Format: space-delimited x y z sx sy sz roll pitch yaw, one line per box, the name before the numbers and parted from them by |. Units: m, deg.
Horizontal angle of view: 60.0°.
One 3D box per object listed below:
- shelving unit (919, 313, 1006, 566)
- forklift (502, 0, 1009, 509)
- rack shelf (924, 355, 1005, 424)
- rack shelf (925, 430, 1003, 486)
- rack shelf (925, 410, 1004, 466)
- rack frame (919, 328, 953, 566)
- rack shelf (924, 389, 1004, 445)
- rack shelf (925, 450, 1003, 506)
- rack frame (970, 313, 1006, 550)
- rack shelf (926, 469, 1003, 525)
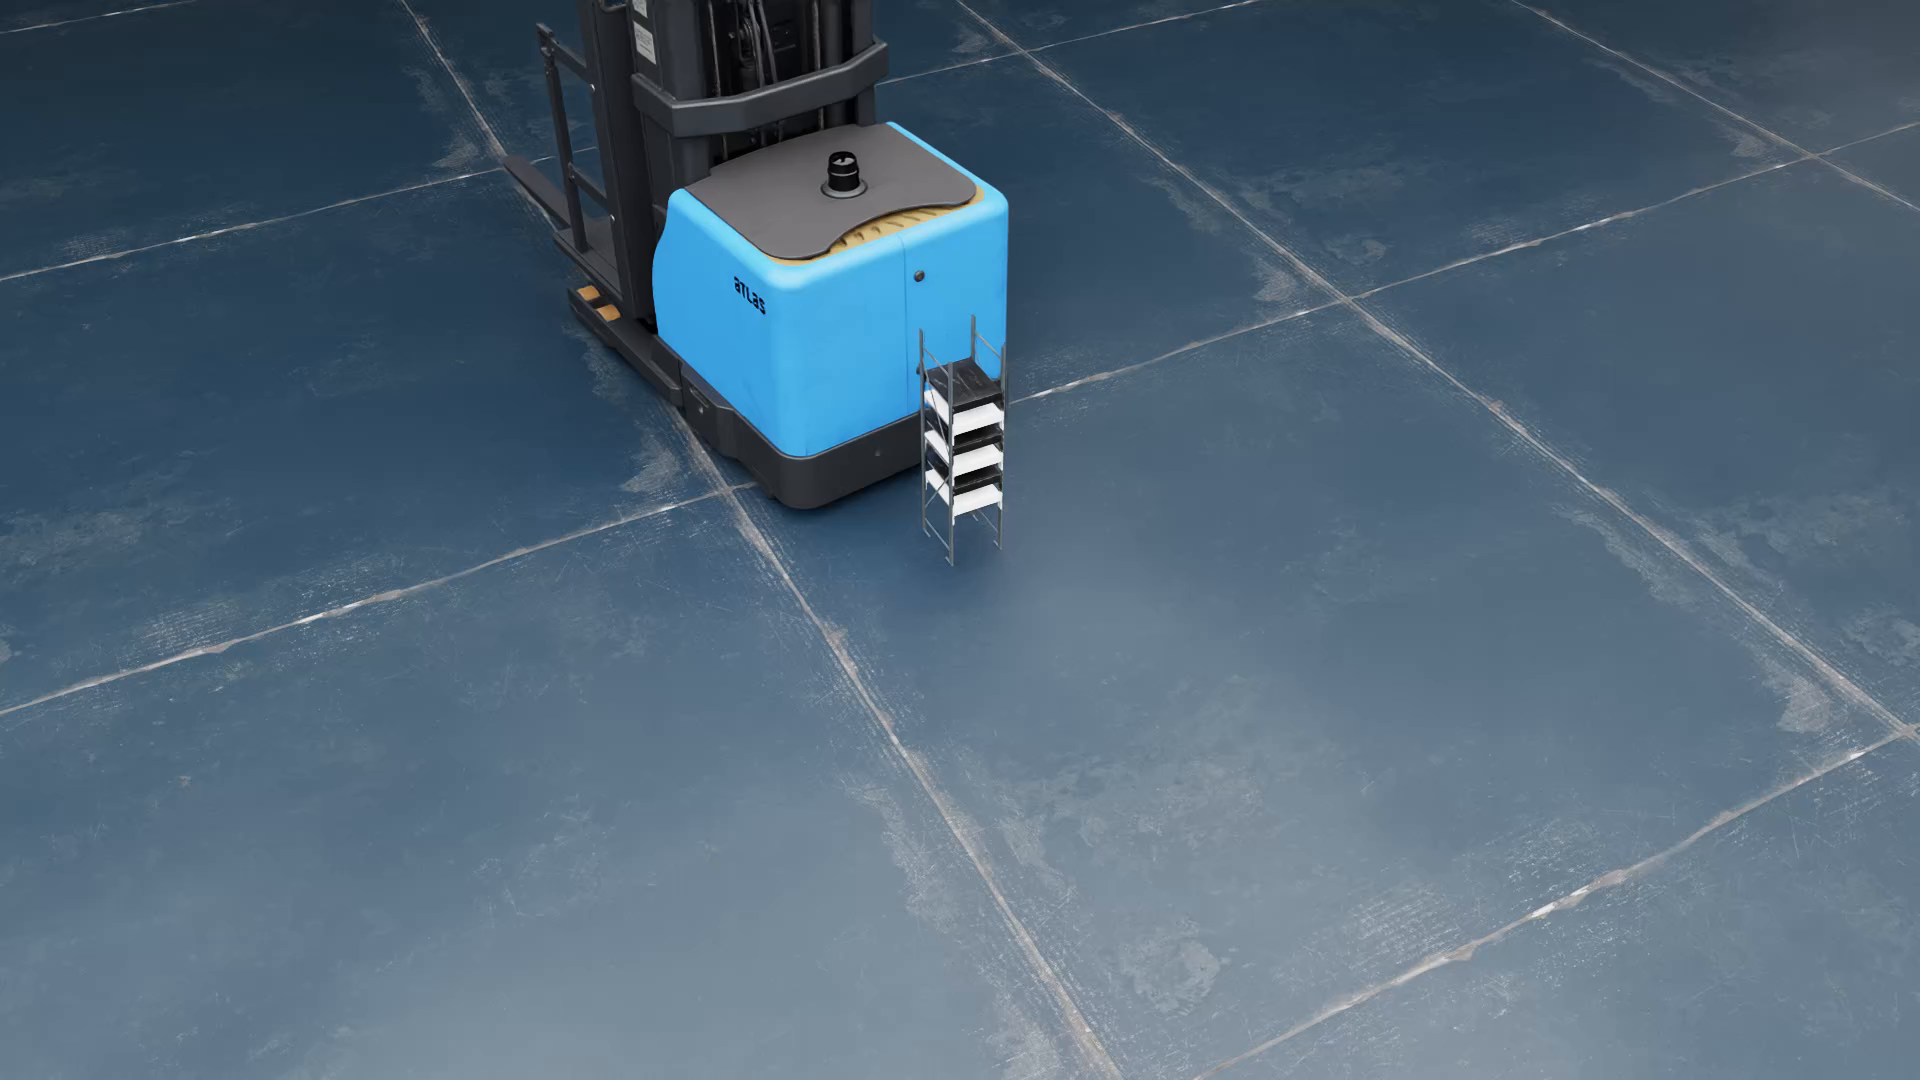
shelving unit | 0.007 -0.346 5.962 0.210 0.900 0.258 -19 44 -21
forklift | -1.074 -2.142 6.512 1.130 2.935 3.031 -25 46 -27
rack shelf | 0.007 -0.527 5.809 0.200 0.077 0.258 -19 44 -21
rack shelf | 0.007 -0.320 5.984 0.200 0.077 0.258 -19 44 -21
rack shelf | 0.007 -0.389 5.926 0.200 0.077 0.258 -19 44 -21
rack frame | -0.083 -0.316 5.926 0.006 0.900 0.240 -19 44 -21
rack shelf | 0.007 -0.458 5.867 0.200 0.077 0.258 -19 44 -21
rack shelf | 0.007 -0.252 6.042 0.200 0.077 0.258 -19 44 -21
rack frame | 0.097 -0.376 5.998 0.006 0.900 0.240 -19 44 -21
rack shelf | 0.007 -0.183 6.100 0.200 0.077 0.258 -19 44 -21
